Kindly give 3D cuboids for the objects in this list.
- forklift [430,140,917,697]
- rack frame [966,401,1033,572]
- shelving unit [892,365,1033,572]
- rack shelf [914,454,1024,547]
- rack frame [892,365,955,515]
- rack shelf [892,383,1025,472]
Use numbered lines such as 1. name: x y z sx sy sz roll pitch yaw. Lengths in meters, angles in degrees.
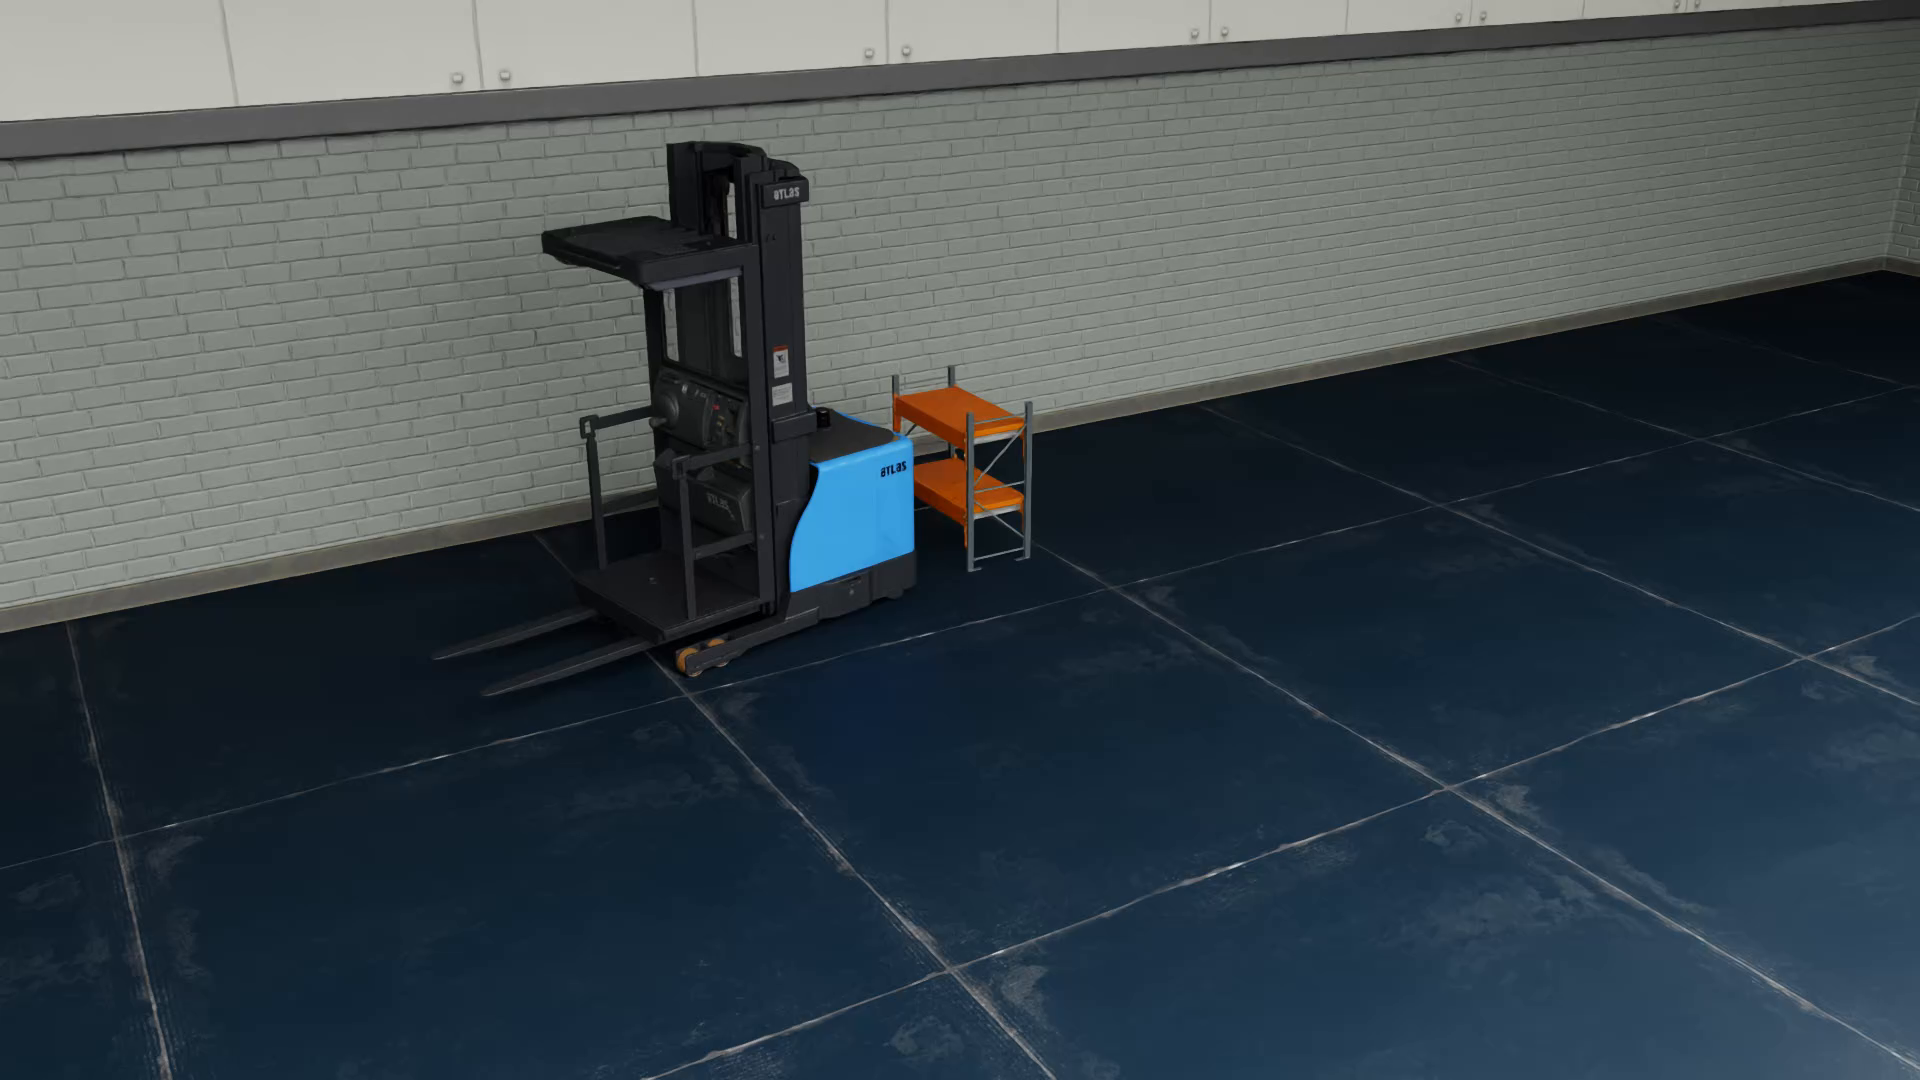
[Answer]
1. forklift: -1.711 -0.772 9.819 3.031 2.935 1.130 -19 29 -39
2. rack frame: 0.263 -0.354 11.189 0.500 1.125 0.032 -13 25 -28
3. shelving unit: 0.003 -0.519 11.594 0.538 1.125 1.048 -13 25 -28
4. rack shelf: 0.003 -0.292 11.686 0.538 0.278 1.000 -13 25 -28
5. rack frame: -0.256 -0.683 11.999 0.500 1.125 0.032 -13 25 -28
6. rack shelf: 0.003 -0.790 11.484 0.538 0.278 1.000 -13 25 -28
